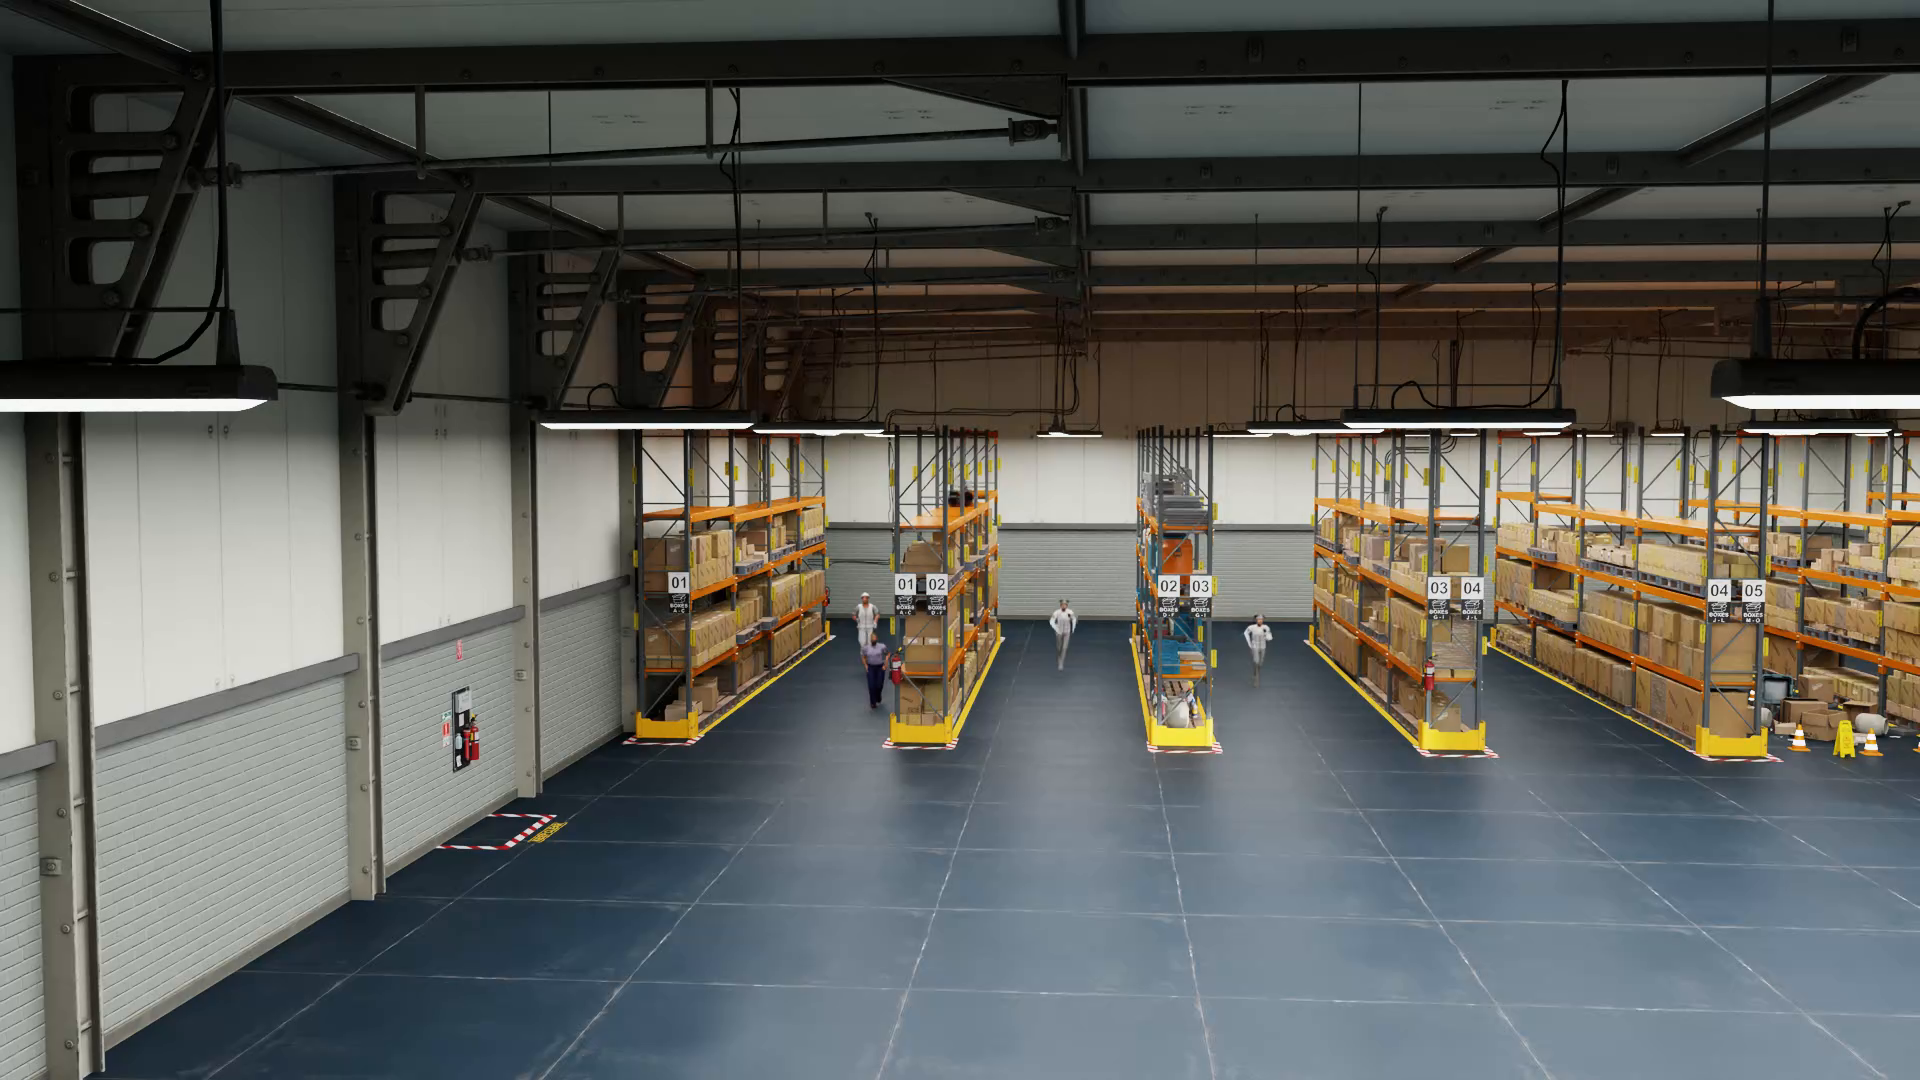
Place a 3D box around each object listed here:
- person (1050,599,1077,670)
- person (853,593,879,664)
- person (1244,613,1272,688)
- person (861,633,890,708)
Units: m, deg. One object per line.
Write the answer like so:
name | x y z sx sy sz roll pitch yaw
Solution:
person | 2.475 2.229 39.818 0.642 1.672 0.770 0 3 0
person | -2.270 2.165 40.248 0.643 1.773 0.570 0 3 -5
person | 6.962 2.564 38.770 0.589 1.741 0.769 0 3 -6
person | -1.816 2.790 35.581 0.608 1.614 0.506 0 3 3
